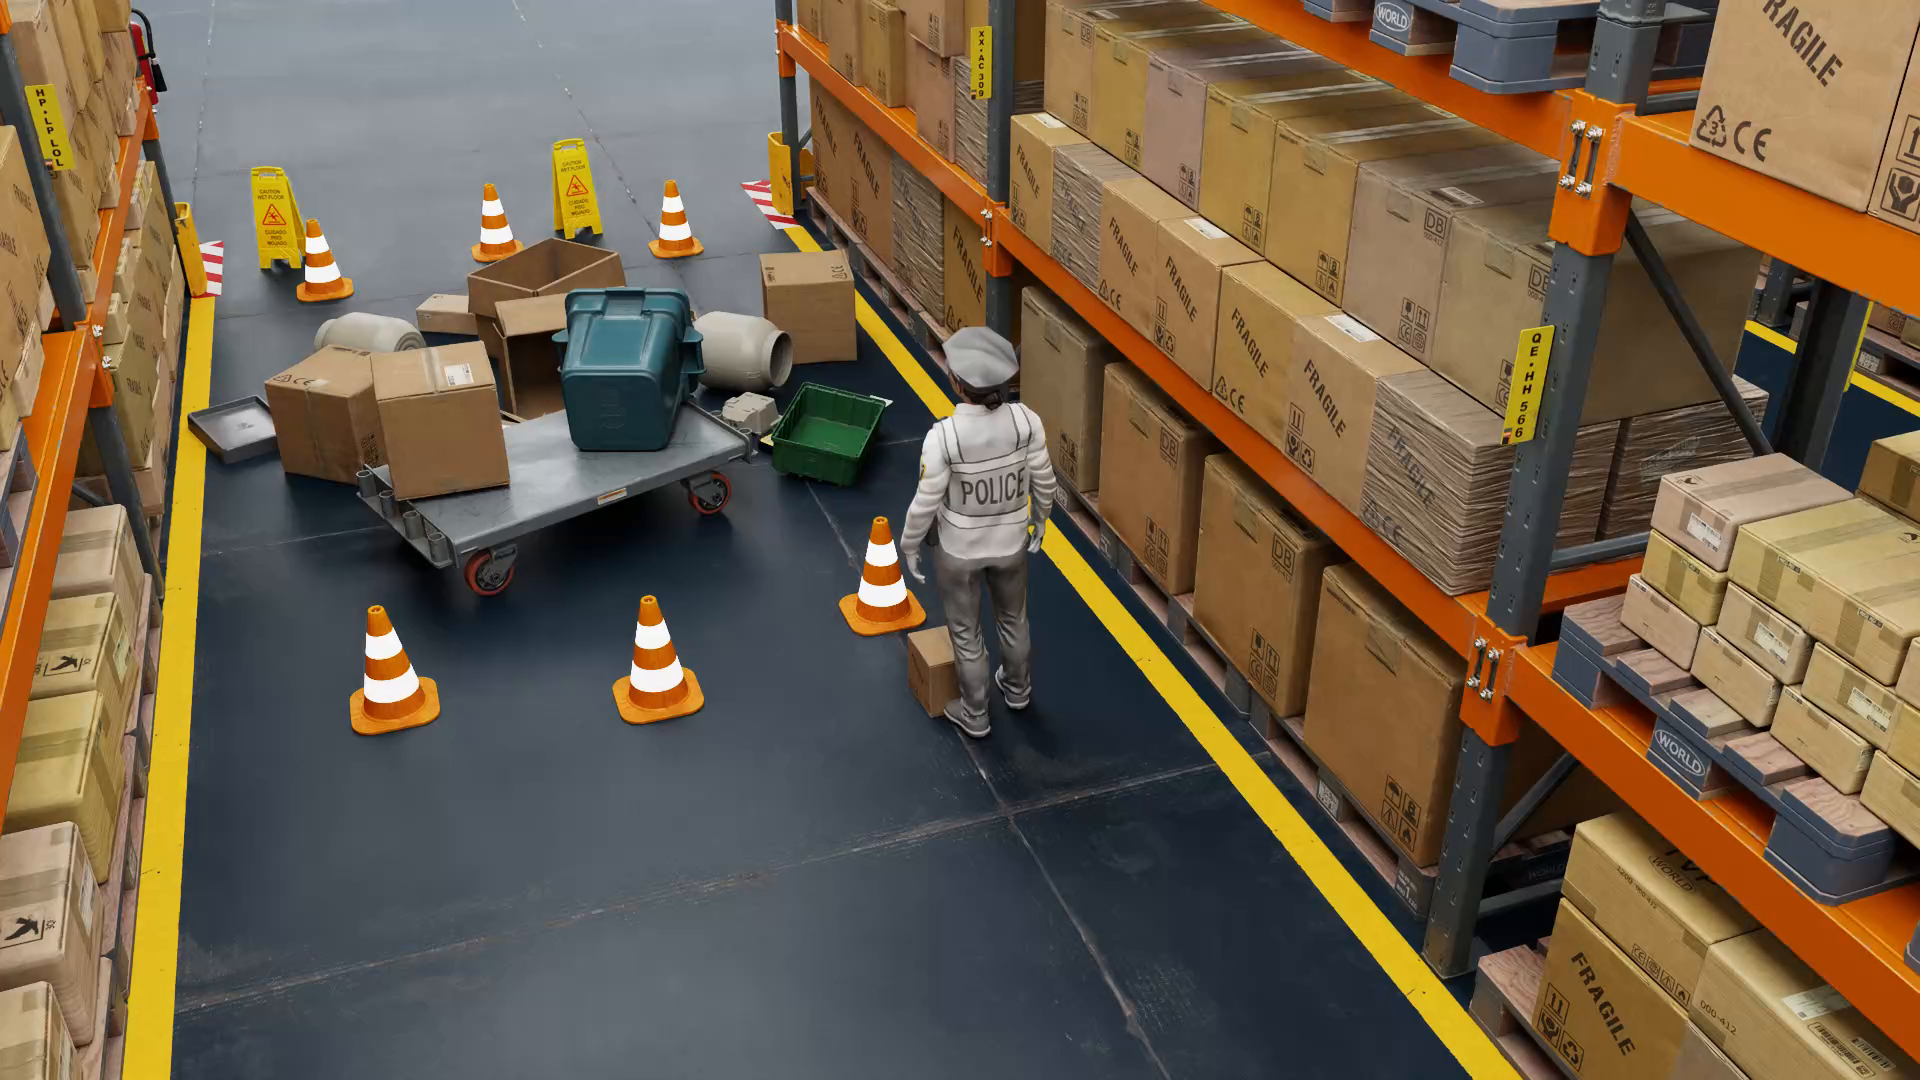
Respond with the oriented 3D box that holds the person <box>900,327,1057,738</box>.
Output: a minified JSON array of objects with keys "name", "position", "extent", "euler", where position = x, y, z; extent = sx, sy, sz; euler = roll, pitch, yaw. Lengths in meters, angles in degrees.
[{"name":"person","position":[0.050,-0.023,6.118],"extent":[0.588,1.697,0.533],"euler":[-10,32,-17]}]
